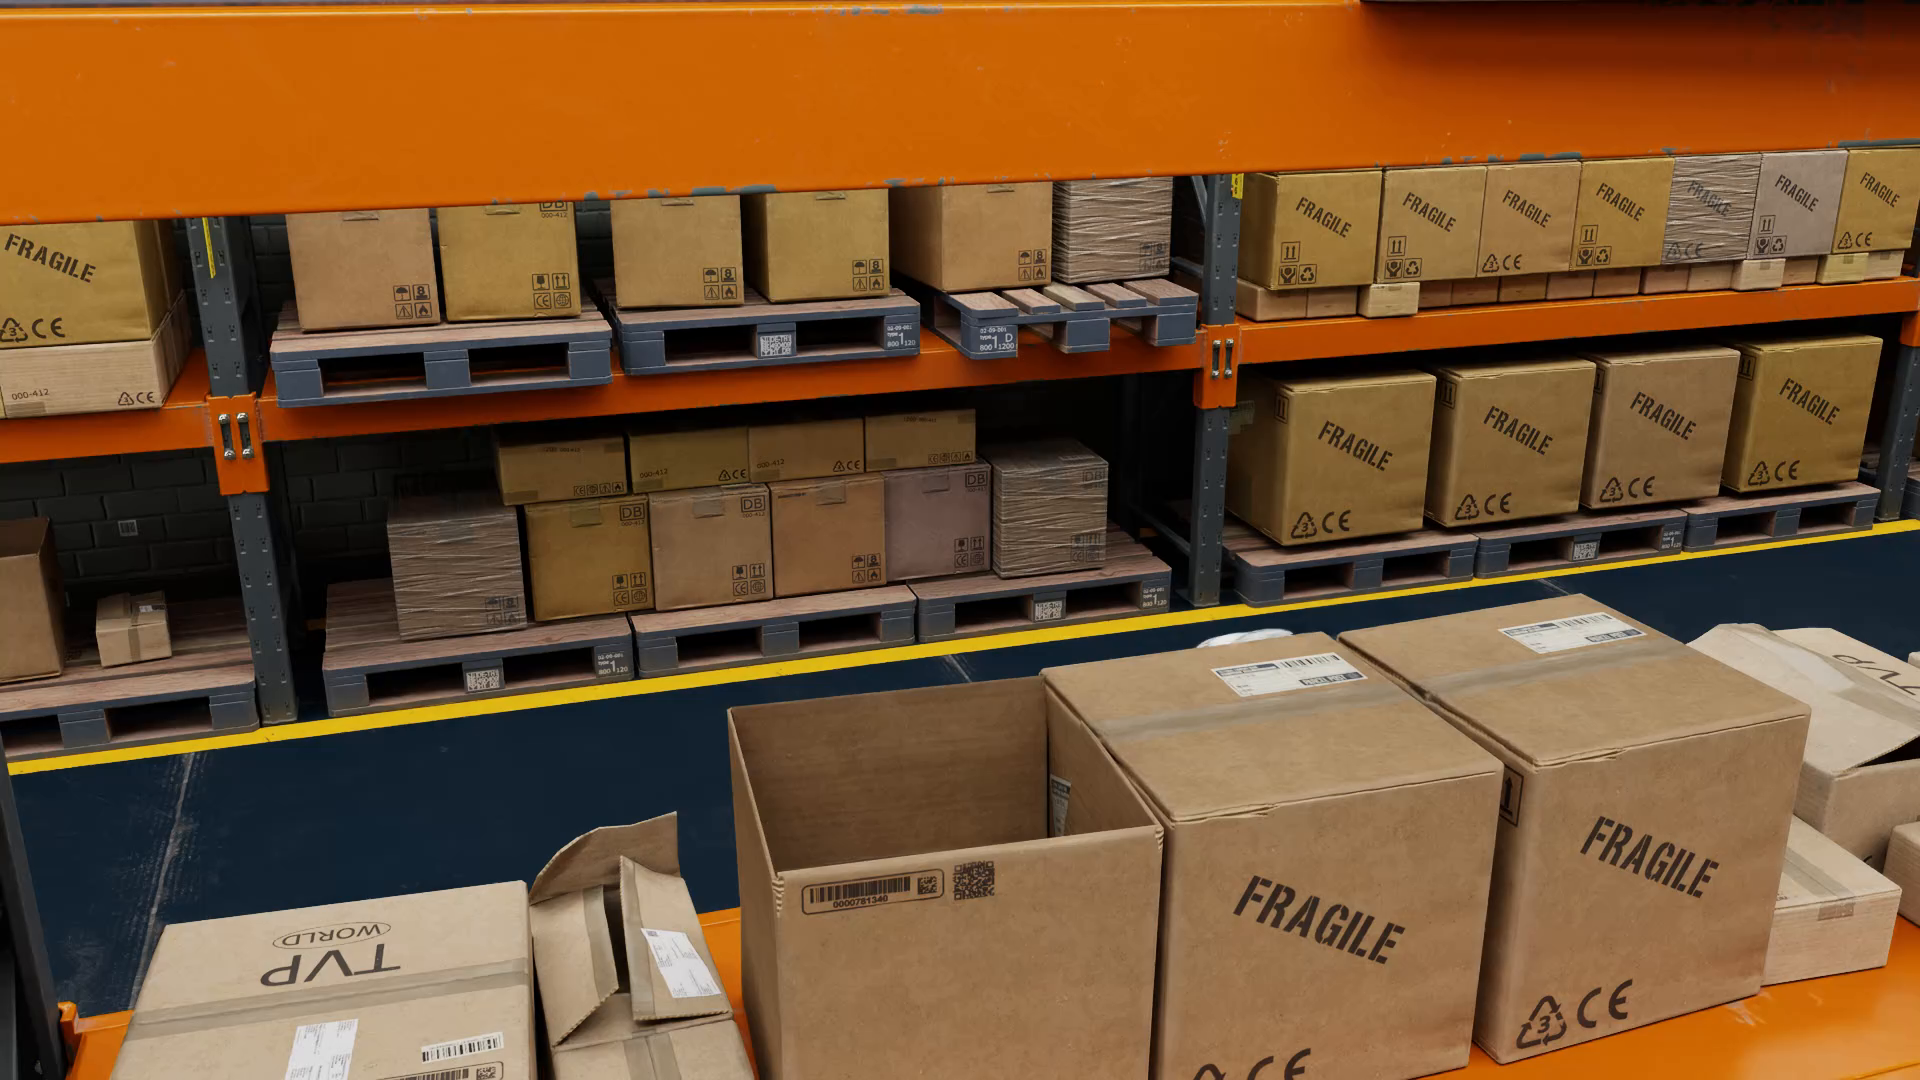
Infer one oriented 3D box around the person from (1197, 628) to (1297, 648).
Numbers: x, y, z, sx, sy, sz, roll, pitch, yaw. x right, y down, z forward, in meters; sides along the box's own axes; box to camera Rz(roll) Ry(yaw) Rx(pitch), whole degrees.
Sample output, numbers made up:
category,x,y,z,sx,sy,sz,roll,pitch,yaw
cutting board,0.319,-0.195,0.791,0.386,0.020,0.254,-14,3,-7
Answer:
category,x,y,z,sx,sy,sz,roll,pitch,yaw
person,1.109,0.684,5.564,0.511,0.760,0.922,-7,20,-18
